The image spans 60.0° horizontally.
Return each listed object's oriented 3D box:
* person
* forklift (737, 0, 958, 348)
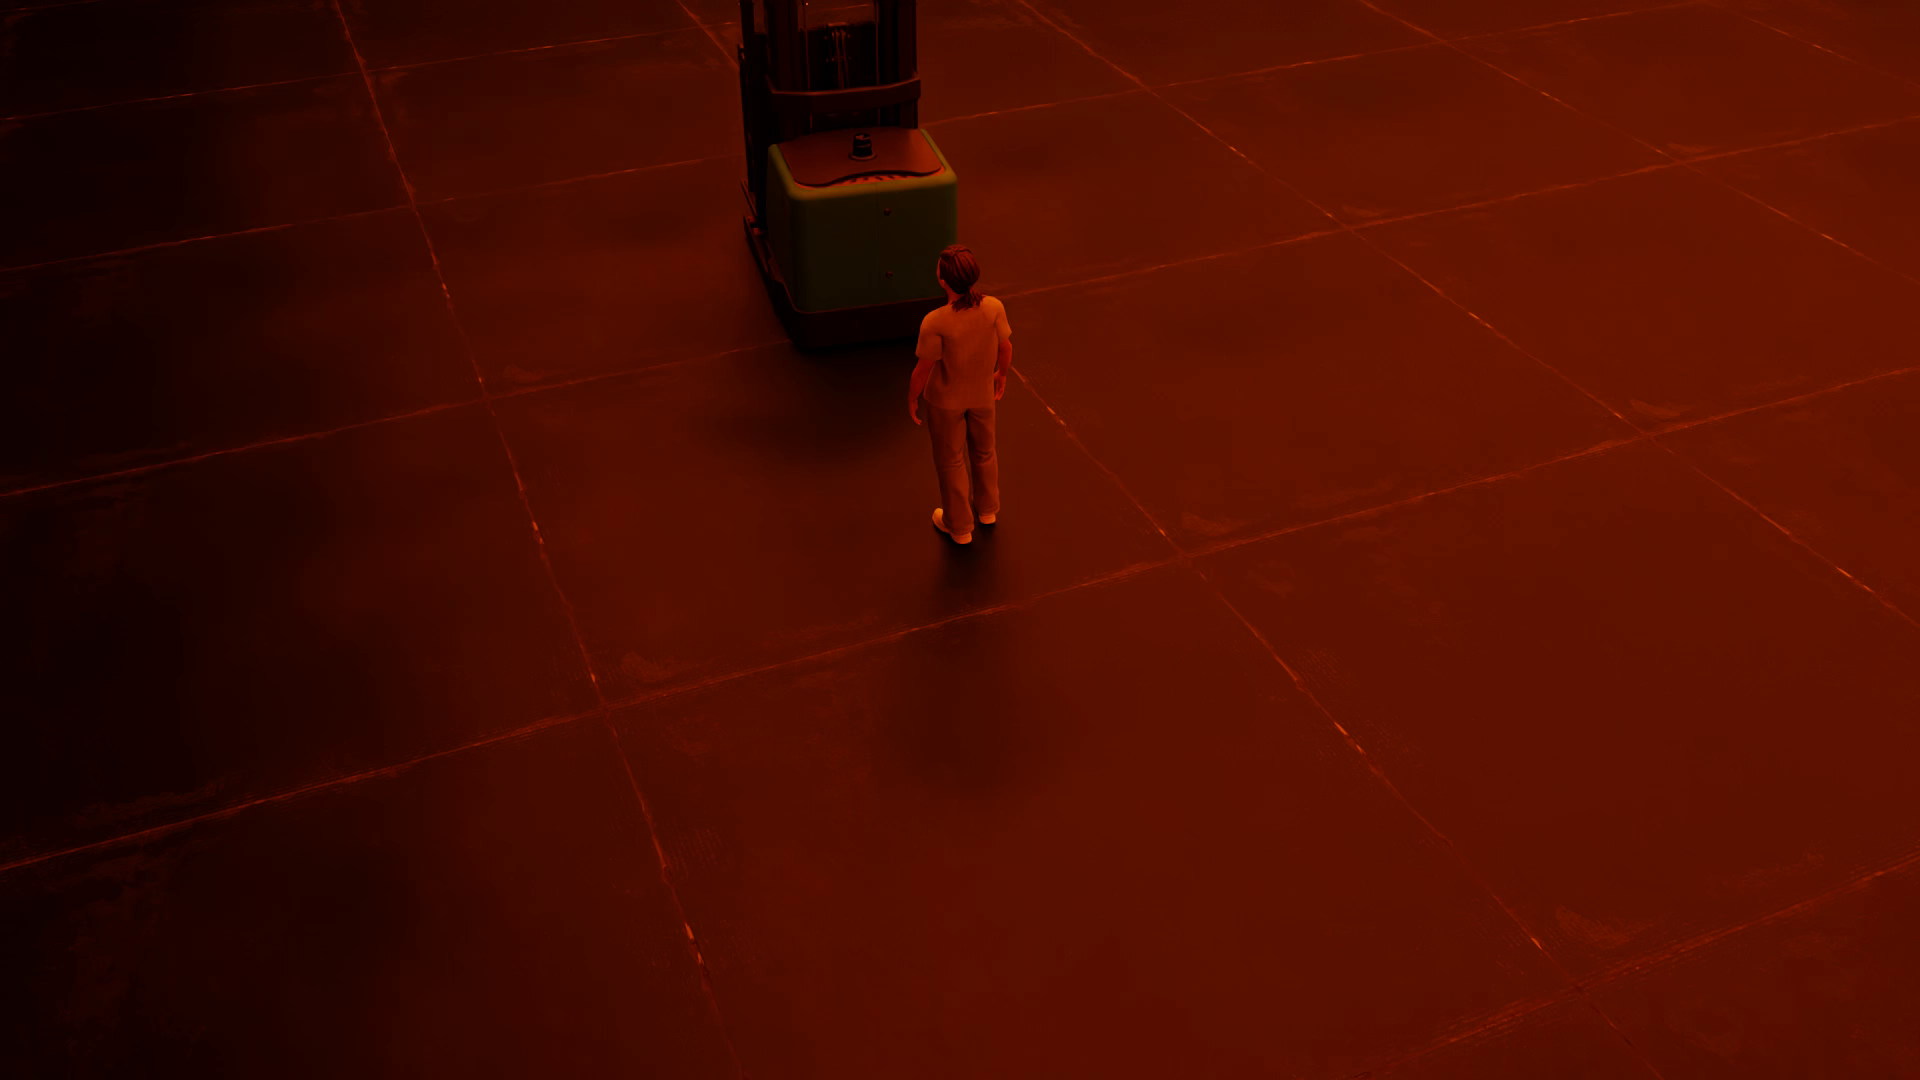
[{"bbox_3d":[-0.016,-0.732,8.198,0.549,1.673,0.548,-14,38,-19],"label":"person"},{"bbox_3d":[-0.876,-3.220,10.626,1.130,2.935,3.031,-9,36,-12],"label":"forklift"}]
